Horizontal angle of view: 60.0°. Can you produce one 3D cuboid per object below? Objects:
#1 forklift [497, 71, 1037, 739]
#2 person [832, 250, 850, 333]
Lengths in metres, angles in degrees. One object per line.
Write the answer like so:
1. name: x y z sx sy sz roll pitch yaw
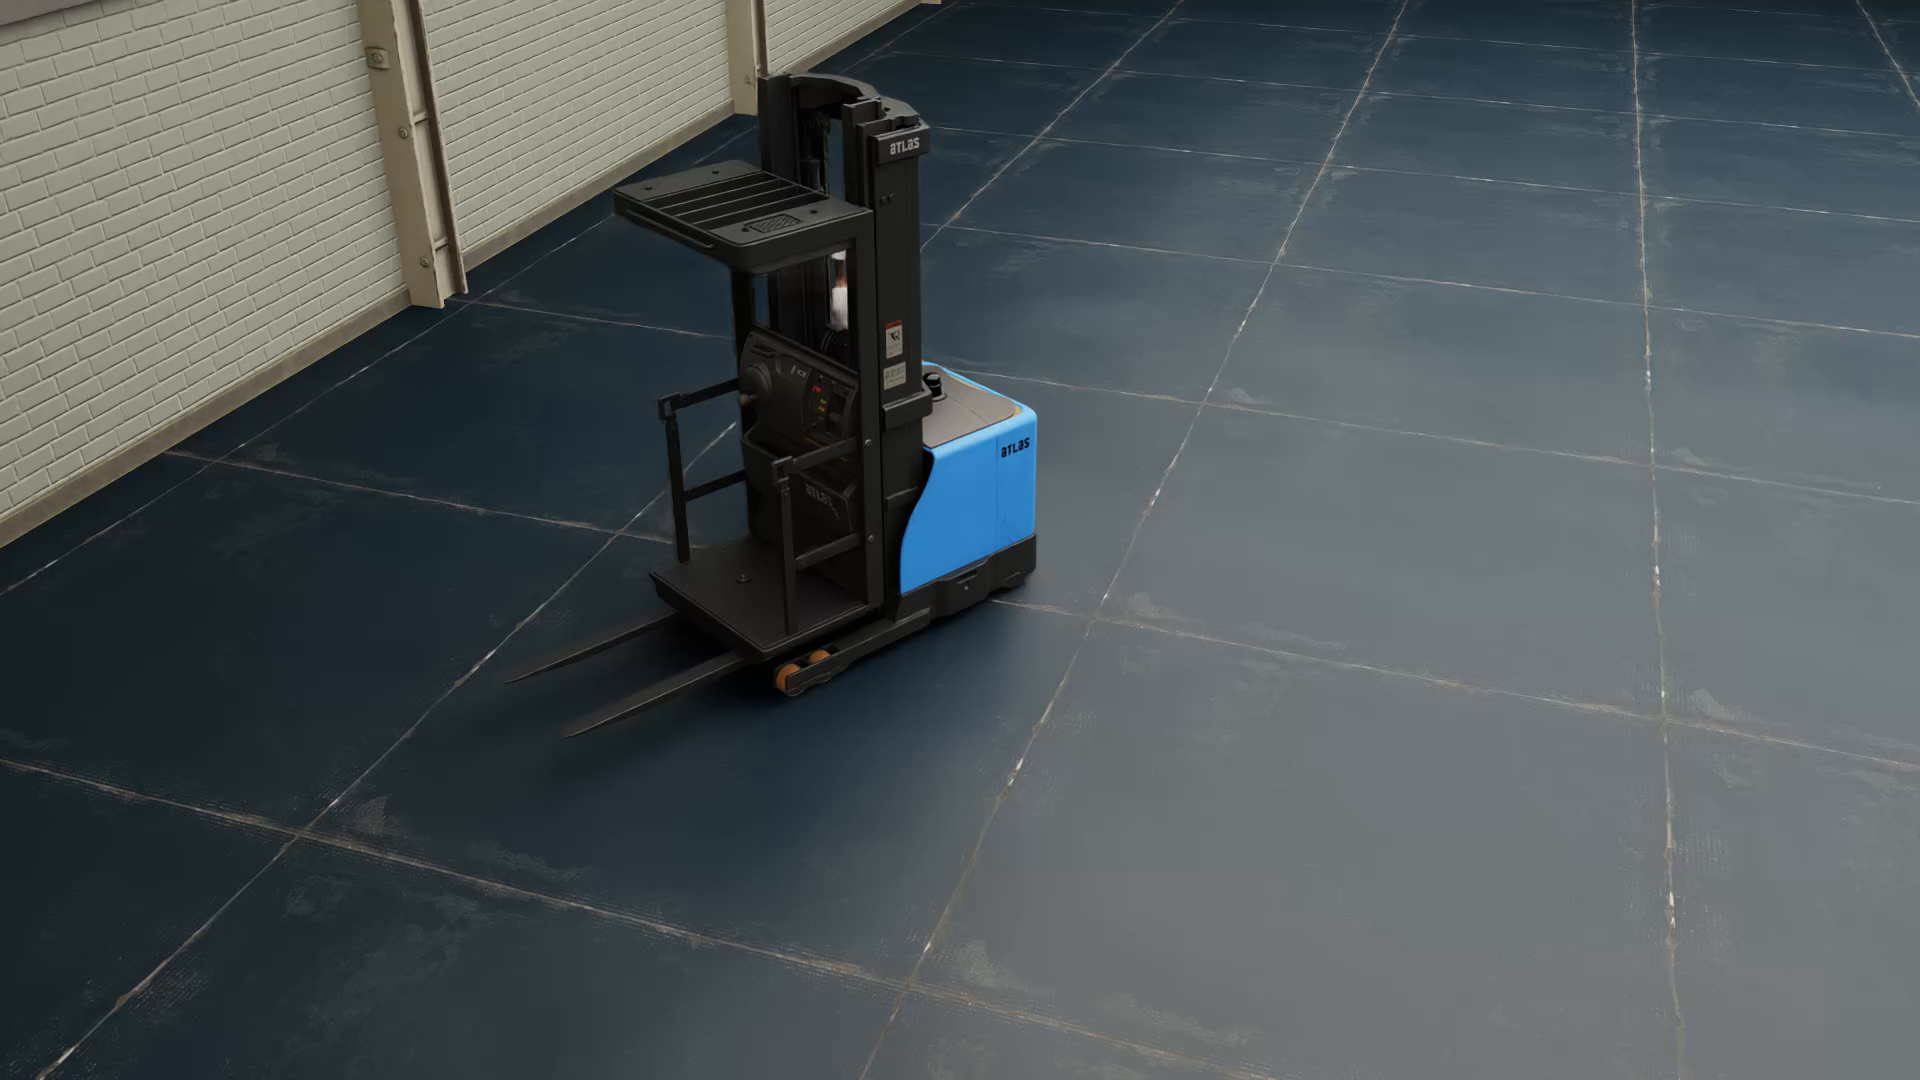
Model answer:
1. forklift: -0.994 -0.751 8.454 3.031 2.935 1.130 -24 37 -35
2. person: -0.652 -1.051 10.392 1.001 1.625 0.825 17 34 27
